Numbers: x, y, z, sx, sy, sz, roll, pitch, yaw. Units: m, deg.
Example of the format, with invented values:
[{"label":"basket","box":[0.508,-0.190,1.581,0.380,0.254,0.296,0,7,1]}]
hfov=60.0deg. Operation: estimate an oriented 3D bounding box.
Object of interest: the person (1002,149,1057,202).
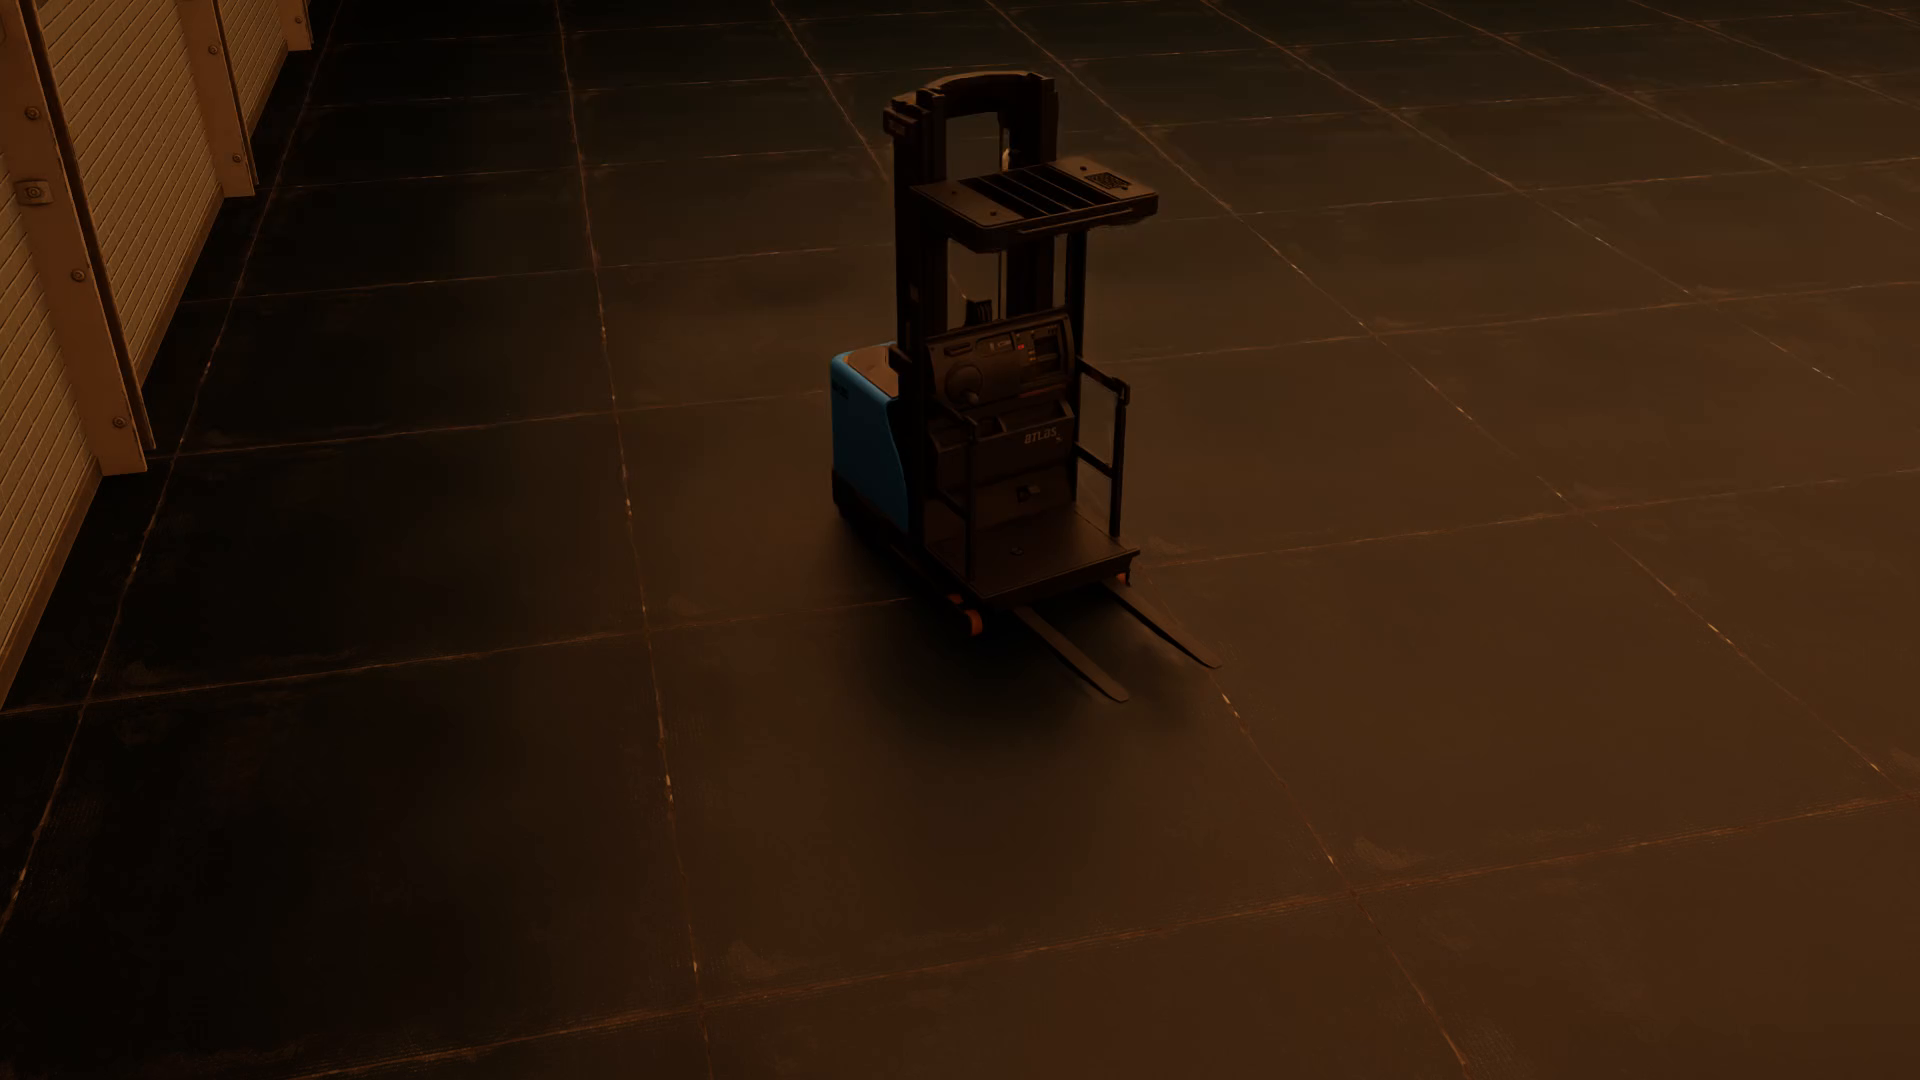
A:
[{"label":"person","box":[0.532,-2.688,13.456,0.549,1.675,0.549,-6,31,-11]}]

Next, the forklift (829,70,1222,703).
[{"label":"forklift","box":[0.350,-0.974,9.258,1.130,2.935,3.031,-16,34,-26]}]
